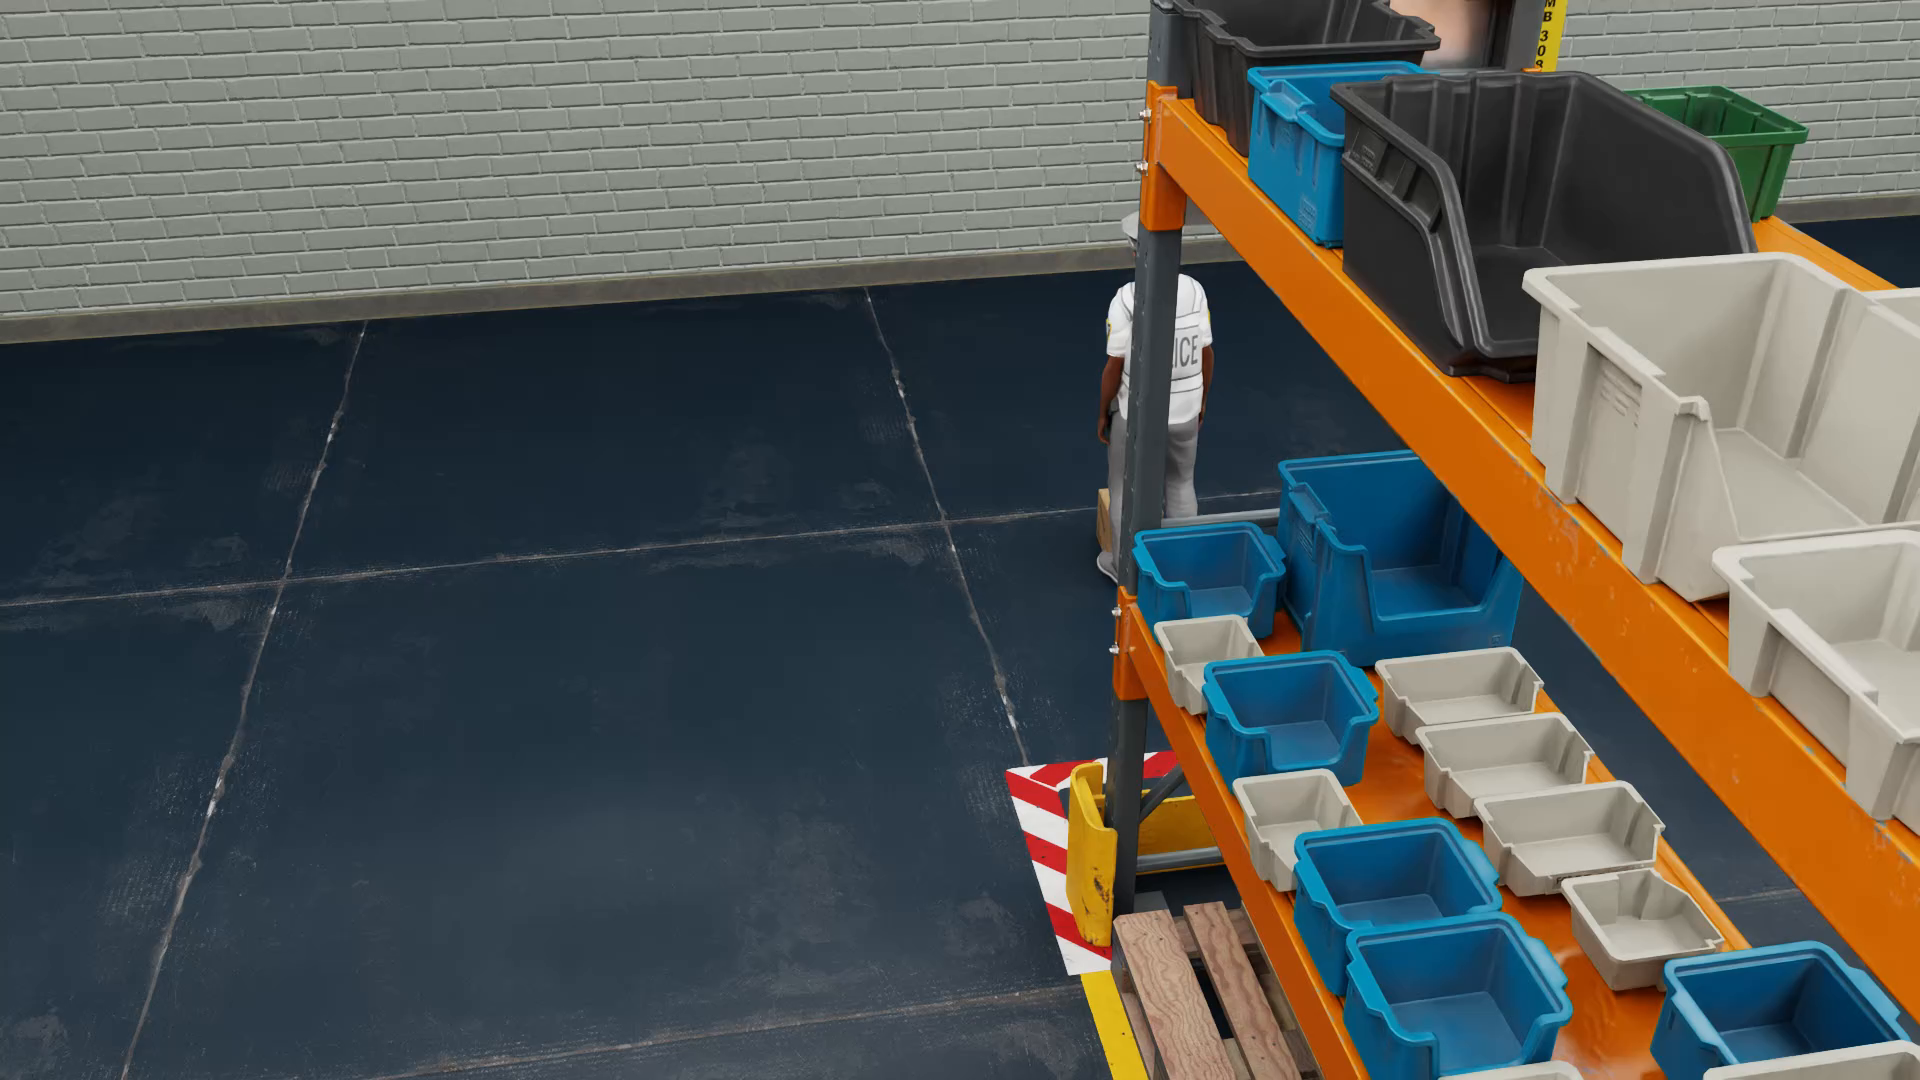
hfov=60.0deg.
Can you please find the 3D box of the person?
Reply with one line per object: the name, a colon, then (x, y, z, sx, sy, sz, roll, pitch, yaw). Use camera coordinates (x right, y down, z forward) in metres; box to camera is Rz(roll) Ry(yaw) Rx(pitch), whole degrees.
person: (0.830, -0.556, 7.064, 0.521, 1.657, 0.395, -7, 32, -11)
